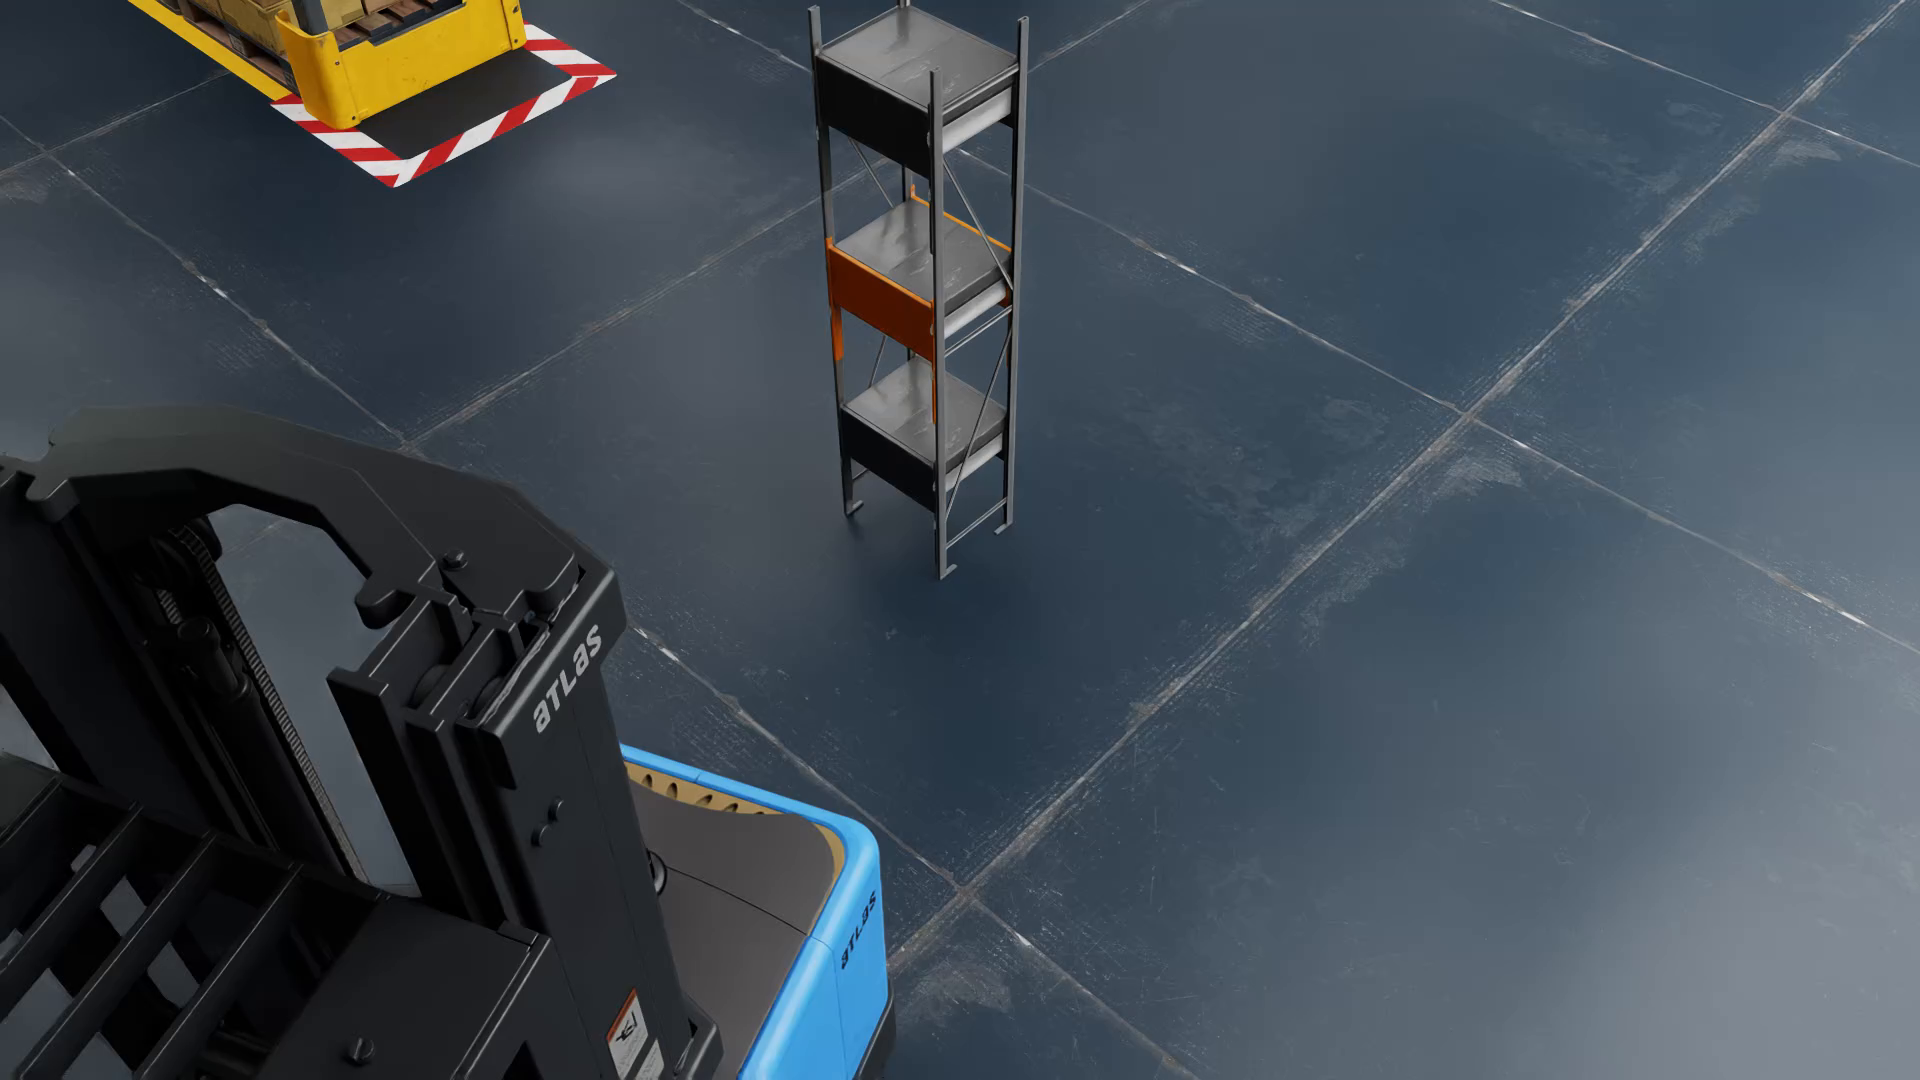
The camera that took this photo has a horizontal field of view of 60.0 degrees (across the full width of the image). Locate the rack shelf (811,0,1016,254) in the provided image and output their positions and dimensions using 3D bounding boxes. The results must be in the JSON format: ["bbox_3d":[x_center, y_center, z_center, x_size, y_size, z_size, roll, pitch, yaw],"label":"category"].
[{"bbox_3d":[-0.122,-1.270,5.061,0.480,0.518,0.431,34,55,28],"label":"rack shelf"}]

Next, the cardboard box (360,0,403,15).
[{"bbox_3d":[-3.023,-3.009,8.615,0.500,0.250,0.500,34,55,28],"label":"cardboard box"}]

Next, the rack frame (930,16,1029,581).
[{"bbox_3d":[0.058,-0.680,5.448,0.015,2.100,0.400,34,55,28],"label":"rack frame"}]

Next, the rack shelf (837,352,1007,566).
[{"bbox_3d":[-0.122,-0.312,6.082,0.480,0.518,0.431,34,55,28],"label":"rack shelf"}]

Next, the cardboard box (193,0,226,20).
[{"bbox_3d":[-3.750,-2.972,8.581,0.500,0.250,0.500,34,55,28],"label":"cardboard box"}]

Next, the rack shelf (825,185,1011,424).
[{"bbox_3d":[-0.122,-0.791,5.571,0.480,0.518,0.431,34,55,28],"label":"rack shelf"}]

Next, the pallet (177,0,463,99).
[{"bbox_3d":[-3.370,-2.823,8.756,1.213,0.211,1.003,34,55,28],"label":"pallet"}]

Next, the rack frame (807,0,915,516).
[{"bbox_3d":[-0.301,-0.921,5.675,0.015,2.100,0.400,34,55,28],"label":"rack frame"}]

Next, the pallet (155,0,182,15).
[{"bbox_3d":[-4.262,-3.426,9.322,1.213,0.211,1.003,34,55,28],"label":"pallet"}]

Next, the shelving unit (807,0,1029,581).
[{"bbox_3d":[-0.122,-0.801,5.561,0.503,2.100,0.431,34,55,28],"label":"shelving unit"}]

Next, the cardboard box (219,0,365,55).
[{"bbox_3d":[-3.374,-2.731,8.355,0.500,0.250,0.500,34,55,28],"label":"cardboard box"}]

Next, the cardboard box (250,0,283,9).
[{"bbox_3d":[-3.375,-2.987,8.080,0.500,0.500,0.500,34,55,28],"label":"cardboard box"}]

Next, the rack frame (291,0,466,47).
[{"bbox_3d":[-2.779,-3.422,7.405,0.127,3.000,1.000,34,55,28],"label":"rack frame"}]

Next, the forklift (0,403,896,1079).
[{"bbox_3d":[-1.183,1.325,2.996,1.130,2.935,3.031,16,49,14],"label":"forklift"}]

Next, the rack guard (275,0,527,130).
[{"bbox_3d":[-2.762,-2.554,8.305,0.348,0.500,1.175,34,55,28],"label":"rack guard"}]
